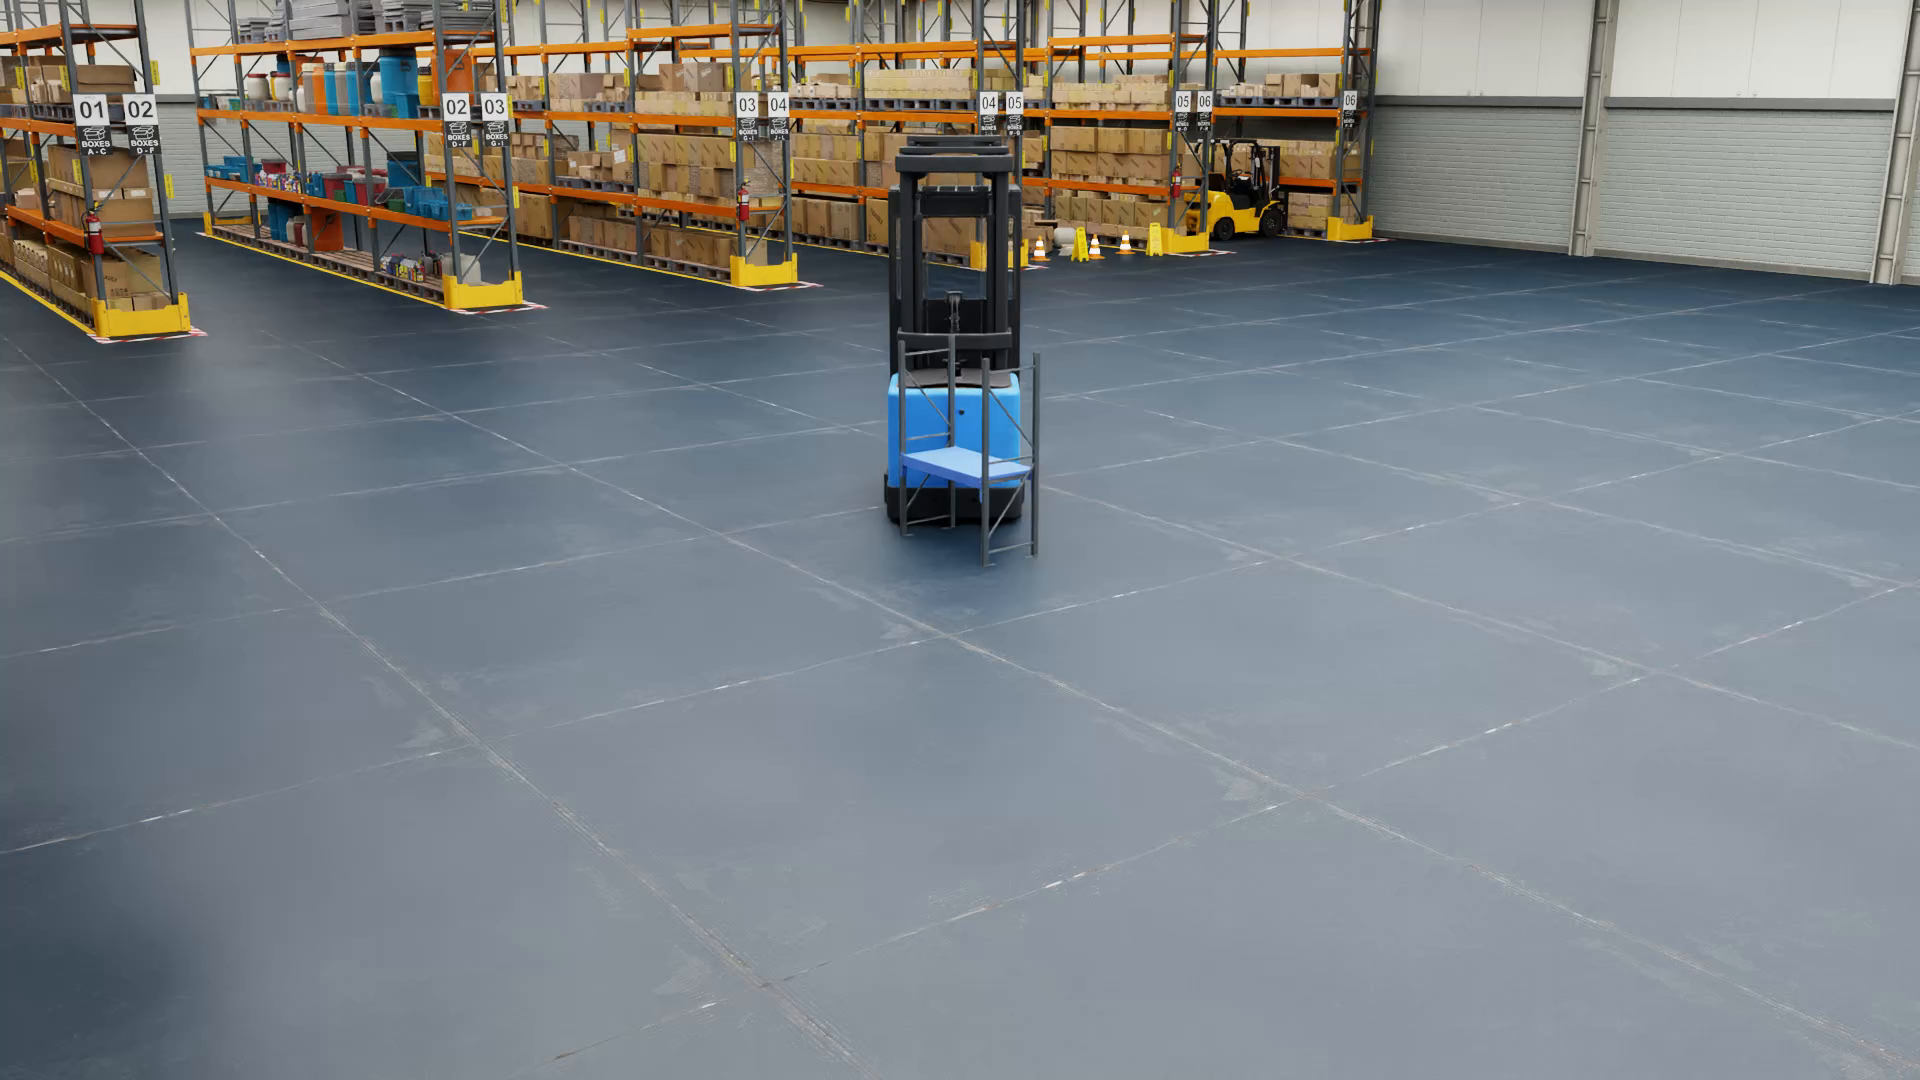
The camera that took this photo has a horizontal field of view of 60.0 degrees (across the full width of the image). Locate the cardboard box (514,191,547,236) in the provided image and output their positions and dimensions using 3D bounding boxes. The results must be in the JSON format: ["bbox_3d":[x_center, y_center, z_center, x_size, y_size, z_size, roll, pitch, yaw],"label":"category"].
[{"bbox_3d":[-8.951,-7.100,36.063,1.225,0.875,0.875,-11,19,-34],"label":"cardboard box"}]

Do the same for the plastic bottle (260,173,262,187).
[{"bbox_3d":[-14.314,-7.388,34.129,0.097,0.271,0.097,0,15,0],"label":"plastic bottle"}]

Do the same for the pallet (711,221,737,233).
[{"bbox_3d":[-5.144,-7.411,39.252,1.003,0.211,1.213,-11,19,-35],"label":"pallet"}]

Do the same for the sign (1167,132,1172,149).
[{"bbox_3d":[4.215,-8.039,33.473,0.100,0.325,0.005,-11,19,-35],"label":"sign"}]

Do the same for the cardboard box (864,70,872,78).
[{"bbox_3d":[-1.682,-9.305,33.188,0.380,0.149,0.250,-11,19,-34],"label":"cardboard box"}]

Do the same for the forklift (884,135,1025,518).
[{"bbox_3d":[-0.043,-1.917,14.027,1.130,2.935,3.031,0,15,0],"label":"forklift"}]

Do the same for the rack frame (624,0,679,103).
[{"bbox_3d":[-5.692,-9.619,30.675,1.000,3.000,0.127,-11,19,-35],"label":"rack frame"}]

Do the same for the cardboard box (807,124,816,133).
[{"bbox_3d":[-3.768,-10.886,44.584,0.500,0.500,0.500,-11,19,-34],"label":"cardboard box"}]

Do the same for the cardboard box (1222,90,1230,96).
[{"bbox_3d":[6.355,-10.469,38.952,0.380,0.149,0.250,-10,18,-33],"label":"cardboard box"}]

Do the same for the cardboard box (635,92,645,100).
[{"bbox_3d":[-5.751,-8.175,30.610,0.380,0.149,0.250,-12,19,-36],"label":"cardboard box"}]

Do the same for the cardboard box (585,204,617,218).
[{"bbox_3d":[-7.306,-6.698,33.847,0.500,0.250,0.500,-8,17,-28],"label":"cardboard box"}]

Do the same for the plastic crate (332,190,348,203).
[{"bbox_3d":[-10.951,-6.183,29.885,0.450,0.188,0.662,-11,19,-35],"label":"plastic crate"}]

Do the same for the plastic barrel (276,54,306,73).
[{"bbox_3d":[-13.275,-9.216,33.138,0.600,0.901,0.708,-11,19,-35],"label":"plastic barrel"}]

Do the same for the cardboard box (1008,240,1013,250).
[{"bbox_3d":[0.879,-6.074,34.266,0.396,0.266,0.258,-7,17,-25],"label":"cardboard box"}]

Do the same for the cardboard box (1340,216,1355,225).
[{"bbox_3d":[8.558,-7.193,37.586,0.500,0.250,0.500,-11,19,-34],"label":"cardboard box"}]

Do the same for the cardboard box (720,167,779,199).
[{"bbox_3d":[-3.642,-6.185,28.739,0.875,0.500,0.500,-11,19,-35],"label":"cardboard box"}]

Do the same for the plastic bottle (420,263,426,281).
[{"bbox_3d":[-8.822,-4.404,27.296,0.061,0.283,0.133,-11,19,-35],"label":"plastic bottle"}]

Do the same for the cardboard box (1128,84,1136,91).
[{"bbox_3d":[3.707,-9.375,34.429,0.380,0.149,0.250,-11,19,-35],"label":"cardboard box"}]

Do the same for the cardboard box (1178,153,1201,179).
[{"bbox_3d":[4.621,-7.746,34.441,0.500,0.500,0.500,-11,19,-35],"label":"cardboard box"}]

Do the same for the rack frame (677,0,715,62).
[{"bbox_3d":[-6.325,-12.076,39.651,1.000,3.000,0.127,-11,19,-35],"label":"rack frame"}]

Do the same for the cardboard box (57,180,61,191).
[{"bbox_3d":[-13.250,-5.298,24.834,0.380,0.149,0.250,-11,19,-35],"label":"cardboard box"}]

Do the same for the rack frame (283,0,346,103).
[{"bbox_3d":[-12.051,-9.705,30.987,1.000,3.000,0.127,-11,19,-35],"label":"rack frame"}]

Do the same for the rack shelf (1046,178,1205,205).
[{"bbox_3d":[3.500,-7.490,35.622,1.077,0.370,4.000,-11,19,-35],"label":"rack shelf"}]

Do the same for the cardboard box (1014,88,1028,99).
[{"bbox_3d":[1.569,-10.052,37.427,0.500,0.250,0.500,-11,19,-34],"label":"cardboard box"}]

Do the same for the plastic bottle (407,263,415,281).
[{"bbox_3d":[-8.989,-4.413,27.344,0.152,0.276,0.135,-11,19,-36],"label":"plastic bottle"}]

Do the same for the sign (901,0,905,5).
[{"bbox_3d":[-1.158,-10.975,33.561,0.100,0.325,0.005,-11,19,-35],"label":"sign"}]

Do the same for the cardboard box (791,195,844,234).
[{"bbox_3d":[-3.171,-7.115,36.357,1.050,0.750,0.750,-11,19,-34],"label":"cardboard box"}]

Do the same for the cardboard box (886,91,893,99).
[{"bbox_3d":[-1.235,-8.758,32.701,0.380,0.149,0.250,-11,19,-35],"label":"cardboard box"}]

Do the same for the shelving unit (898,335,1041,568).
[{"bbox_3d":[0.057,-0.672,12.190,0.538,1.500,1.048,-11,19,-35],"label":"shelving unit"}]

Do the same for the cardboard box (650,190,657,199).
[{"bbox_3d":[-5.503,-6.407,30.781,0.380,0.149,0.250,-11,19,-35],"label":"cardboard box"}]

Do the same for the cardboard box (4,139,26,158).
[{"bbox_3d":[-18.461,-7.572,32.476,0.500,0.500,0.500,-10,18,-33],"label":"cardboard box"}]

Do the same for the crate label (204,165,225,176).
[{"bbox_3d":[-16.876,-8.364,37.656,0.416,0.233,0.303,-11,19,-35],"label":"crate label"}]

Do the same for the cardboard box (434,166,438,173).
[{"bbox_3d":[-12.349,-8.875,39.797,0.380,0.149,0.250,-11,19,-35],"label":"cardboard box"}]

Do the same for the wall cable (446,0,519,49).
[{"bbox_3d":[-13.285,-15.476,45.979,2.277,5.999,0.120,-11,19,-35],"label":"wall cable"}]

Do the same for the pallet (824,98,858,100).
[{"bbox_3d":[-2.853,-11.552,43.589,1.003,0.211,1.213,-11,19,-35],"label":"pallet"}]

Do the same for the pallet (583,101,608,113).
[{"bbox_3d":[-6.582,-8.451,32.446,1.213,0.211,1.003,-11,19,-35],"label":"pallet"}]

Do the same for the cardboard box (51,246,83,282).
[{"bbox_3d":[-13.388,-4.174,25.136,0.500,0.500,0.500,-11,19,-35],"label":"cardboard box"}]

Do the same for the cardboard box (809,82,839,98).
[{"bbox_3d":[-2.830,-9.469,34.991,0.500,0.311,0.500,-12,19,-37],"label":"cardboard box"}]

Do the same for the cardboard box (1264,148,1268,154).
[{"bbox_3d":[7.204,-8.954,38.191,0.380,0.149,0.250,-11,19,-36],"label":"cardboard box"}]

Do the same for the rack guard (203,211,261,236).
[{"bbox_3d":[-16.779,-7.317,38.362,1.175,0.500,0.348,-11,19,-35],"label":"rack guard"}]

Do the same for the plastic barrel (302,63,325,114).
[{"bbox_3d":[-11.743,-8.291,30.553,0.600,0.901,0.600,0,15,0],"label":"plastic barrel"}]

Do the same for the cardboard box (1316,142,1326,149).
[{"bbox_3d":[8.137,-8.777,36.981,0.380,0.149,0.250,-11,19,-34],"label":"cardboard box"}]

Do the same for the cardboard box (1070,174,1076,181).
[{"bbox_3d":[2.621,-7.928,36.335,0.380,0.149,0.250,-11,19,-35],"label":"cardboard box"}]

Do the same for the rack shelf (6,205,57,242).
[{"bbox_3d":[-14.884,-5.269,27.508,1.077,0.370,4.000,-11,19,-35],"label":"rack shelf"}]

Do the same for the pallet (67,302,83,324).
[{"bbox_3d":[-12.552,-3.407,24.624,1.003,0.211,1.213,-11,19,-35],"label":"pallet"}]

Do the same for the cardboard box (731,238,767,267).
[{"bbox_3d":[-3.694,-5.004,29.118,0.500,0.500,0.500,-7,17,-24],"label":"cardboard box"}]

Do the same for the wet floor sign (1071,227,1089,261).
[{"bbox_3d":[2.350,-5.785,32.492,0.232,0.644,0.267,14,21,42],"label":"wet floor sign"}]

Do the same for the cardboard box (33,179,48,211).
[{"bbox_3d":[-15.060,-5.735,27.660,0.500,0.500,0.500,-12,19,-37],"label":"cardboard box"}]

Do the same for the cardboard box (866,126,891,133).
[{"bbox_3d":[-2.033,-10.260,42.296,0.500,0.500,0.500,-11,19,-35],"label":"cardboard box"}]

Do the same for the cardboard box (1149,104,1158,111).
[{"bbox_3d":[4.067,-8.816,33.899,0.380,0.149,0.250,-11,19,-34],"label":"cardboard box"}]

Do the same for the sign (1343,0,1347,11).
[{"bbox_3d":[8.241,-11.482,35.562,0.100,0.325,0.005,-11,19,-35],"label":"sign"}]

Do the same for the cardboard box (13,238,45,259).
[{"bbox_3d":[-15.989,-5.032,28.631,0.500,0.311,0.500,-10,18,-33],"label":"cardboard box"}]

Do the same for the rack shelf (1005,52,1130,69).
[{"bbox_3d":[2.809,-12.670,43.942,1.077,0.370,4.000,-11,19,-35],"label":"rack shelf"}]
